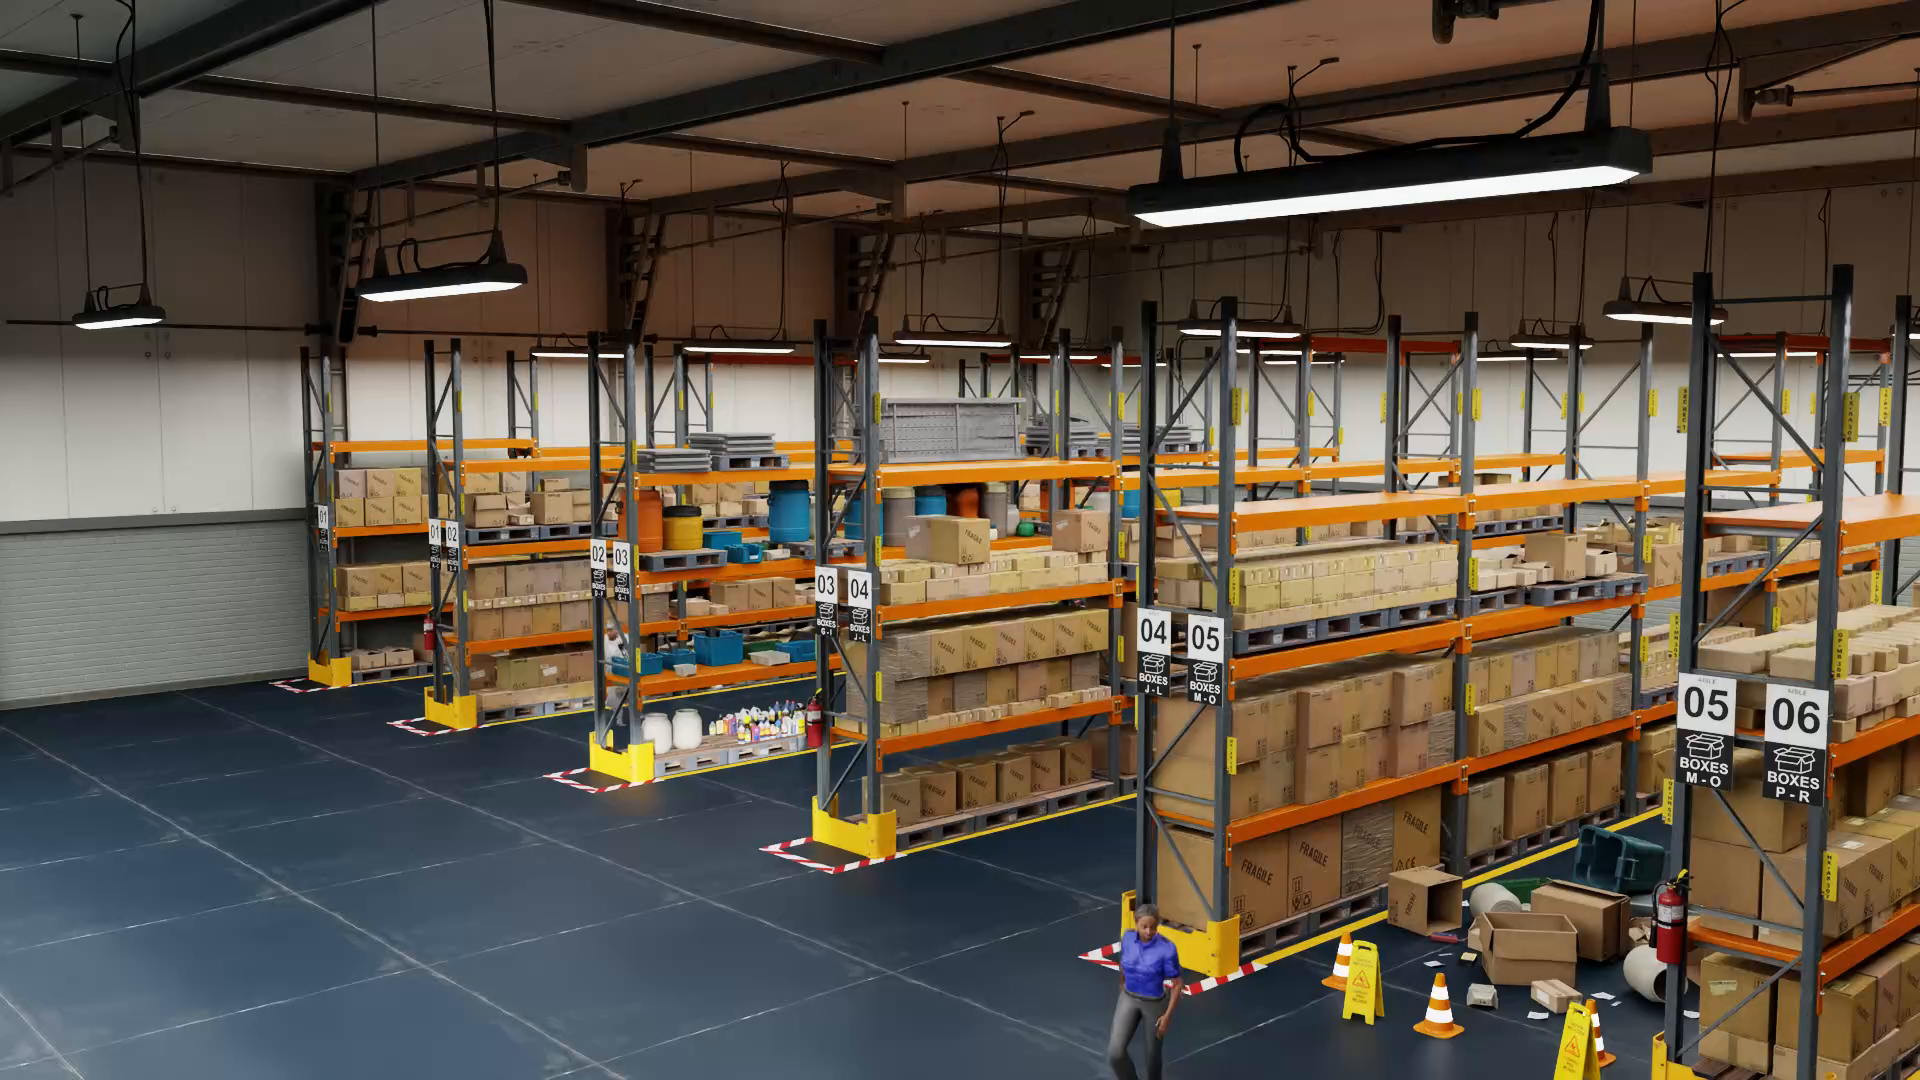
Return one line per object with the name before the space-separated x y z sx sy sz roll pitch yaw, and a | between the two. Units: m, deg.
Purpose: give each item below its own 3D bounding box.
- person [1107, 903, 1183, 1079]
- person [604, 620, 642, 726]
person | 1.340 3.316 11.826 0.552 1.592 0.743 2 5 21
person | -5.335 2.046 25.980 0.659 1.693 0.793 0 5 -4
